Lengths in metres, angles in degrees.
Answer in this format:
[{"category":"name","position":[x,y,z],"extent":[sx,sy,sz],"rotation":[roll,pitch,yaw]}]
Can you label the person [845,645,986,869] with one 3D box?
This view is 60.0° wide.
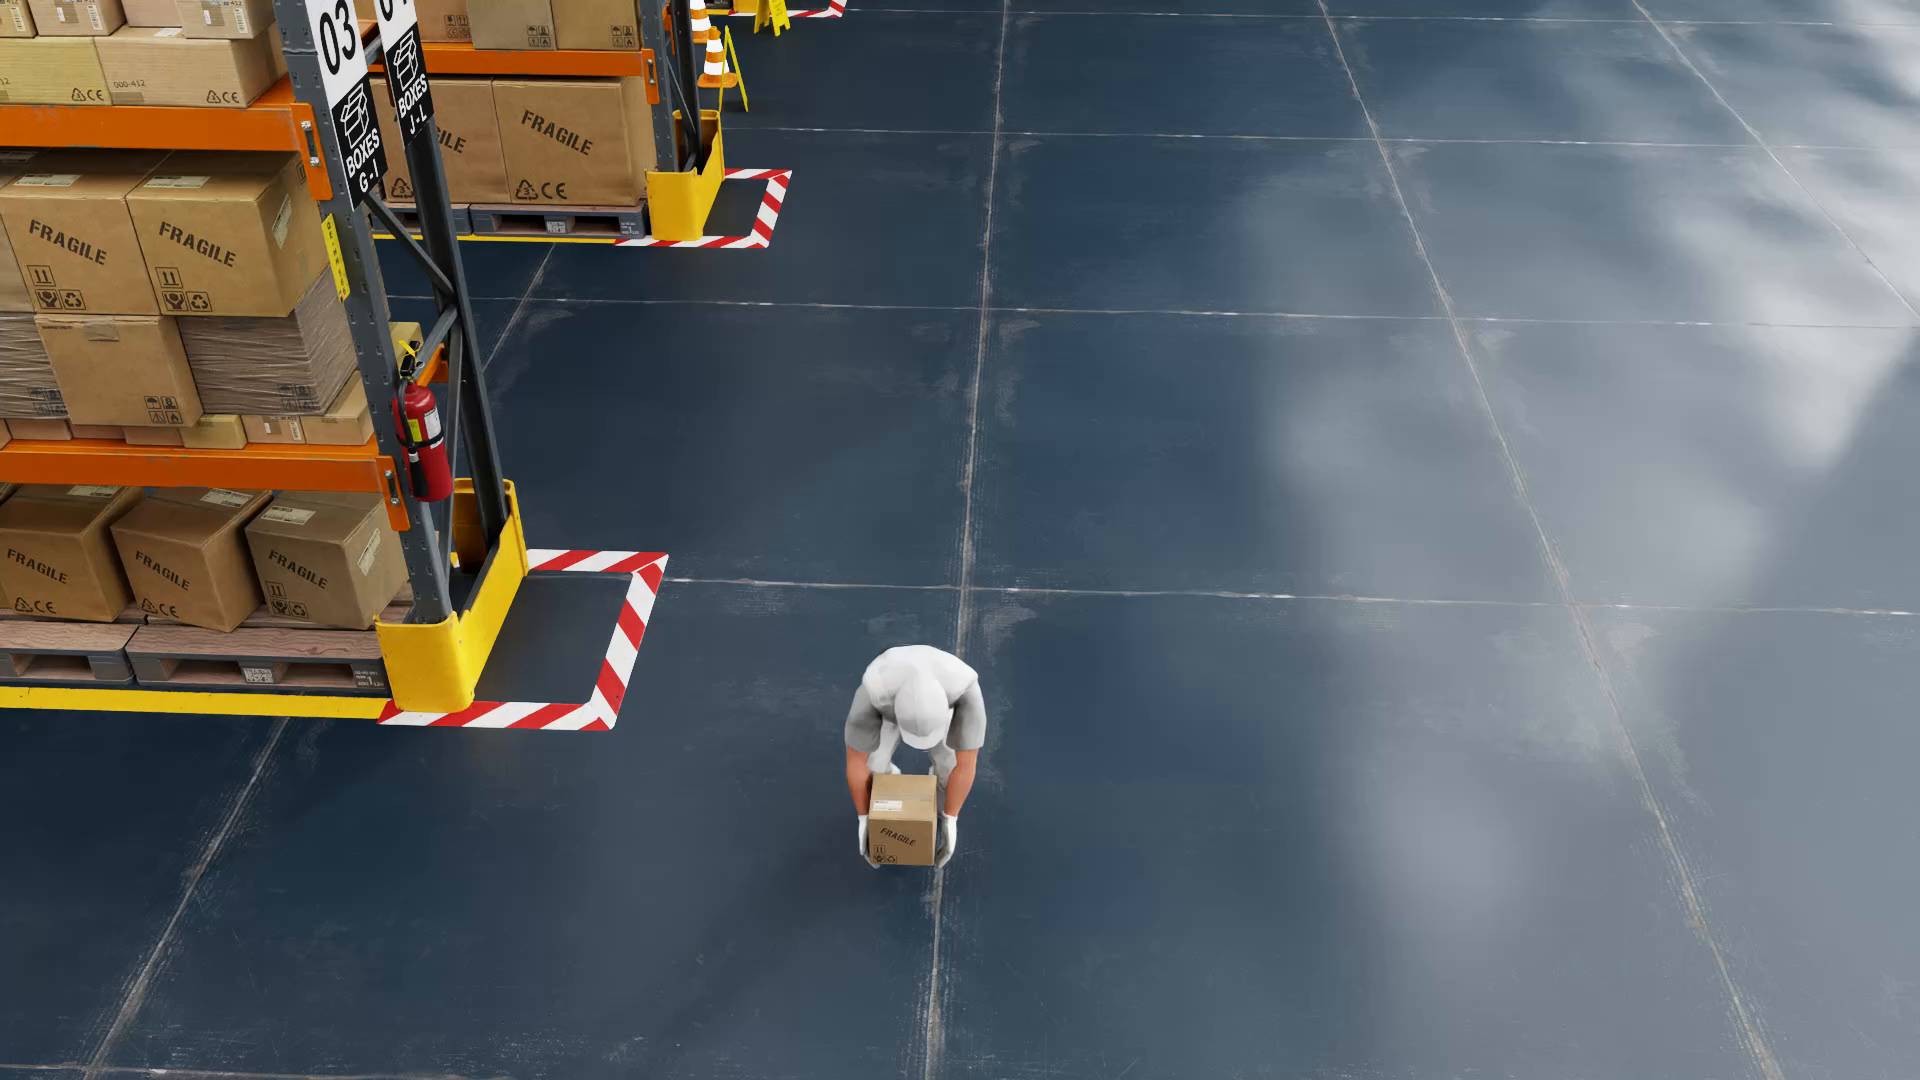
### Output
[{"category":"person","position":[-0.176,0.770,6.708],"extent":[0.566,0.991,0.876],"rotation":[1,35,2]}]
